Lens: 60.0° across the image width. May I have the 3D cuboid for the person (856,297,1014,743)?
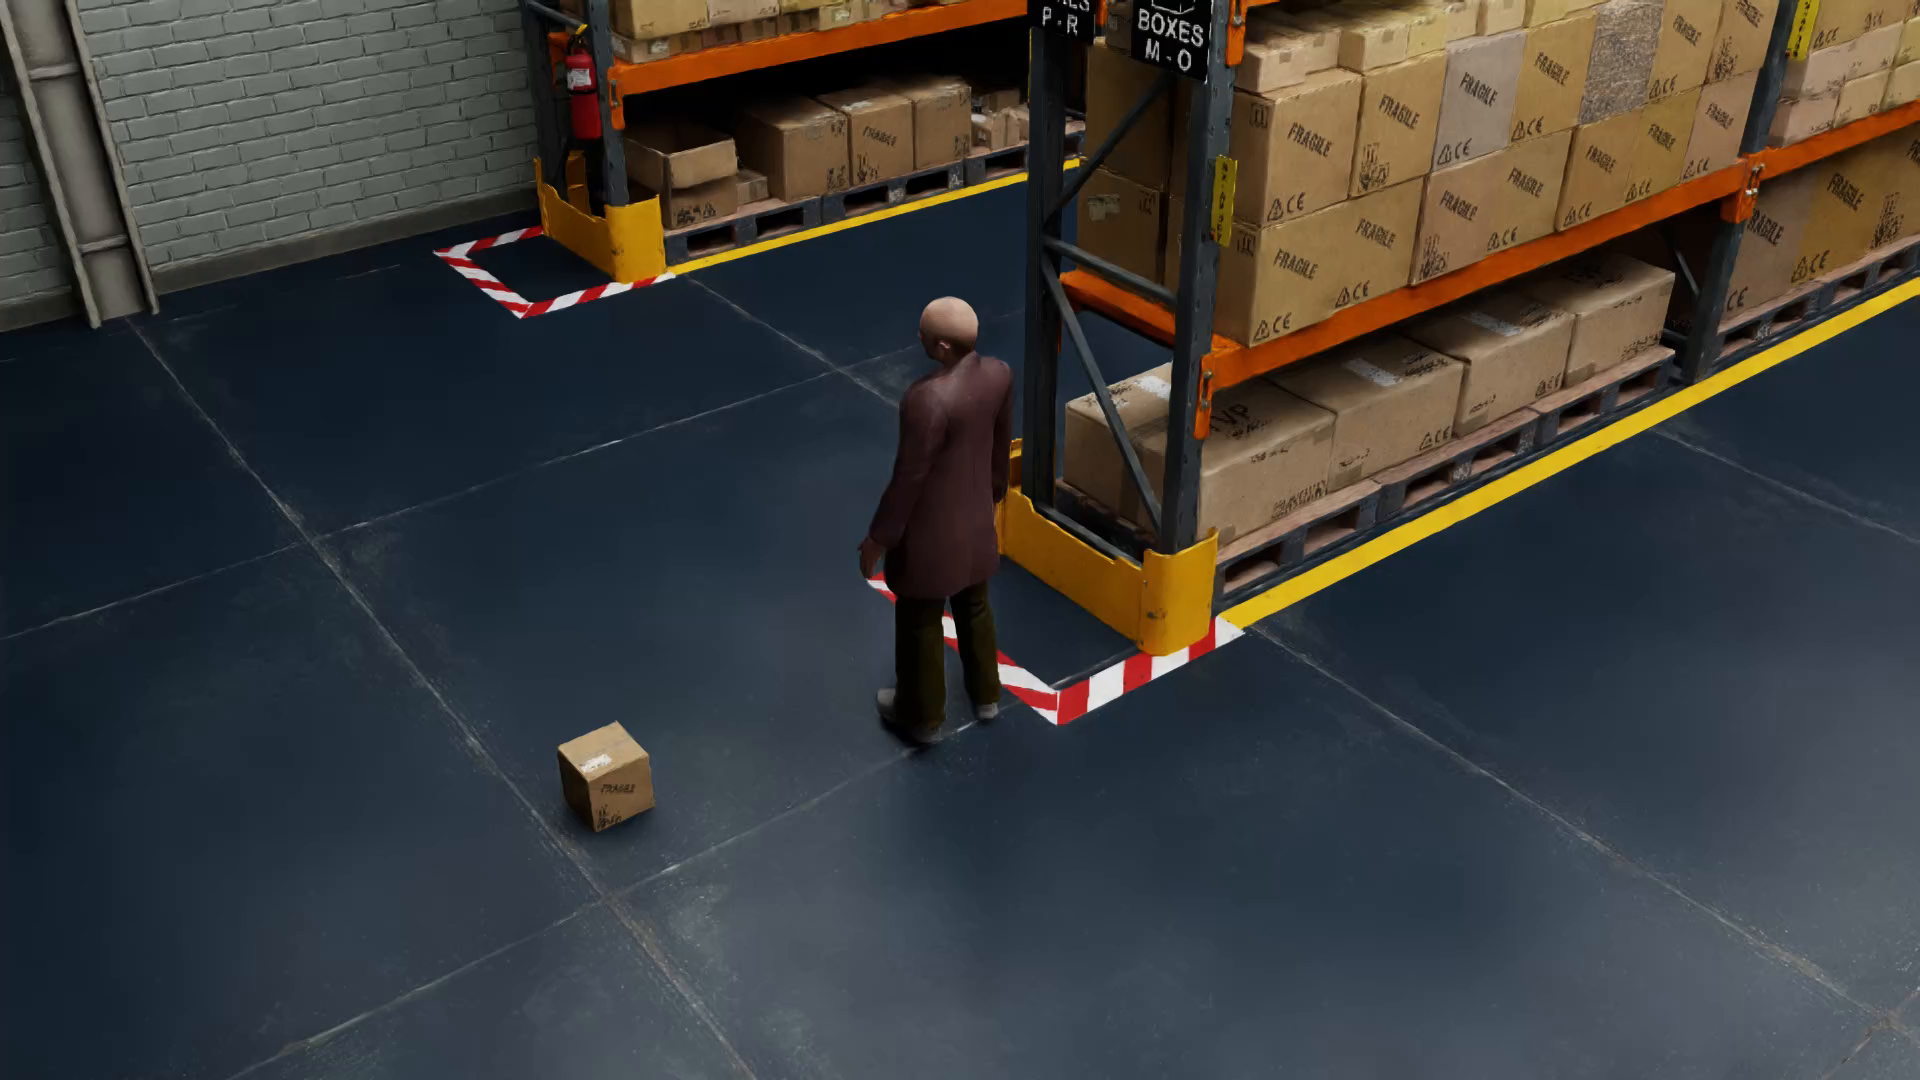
[{"bbox_3d":[-0.094,-0.071,6.202,0.434,1.795,0.692,24,39,33],"label":"person"}]
